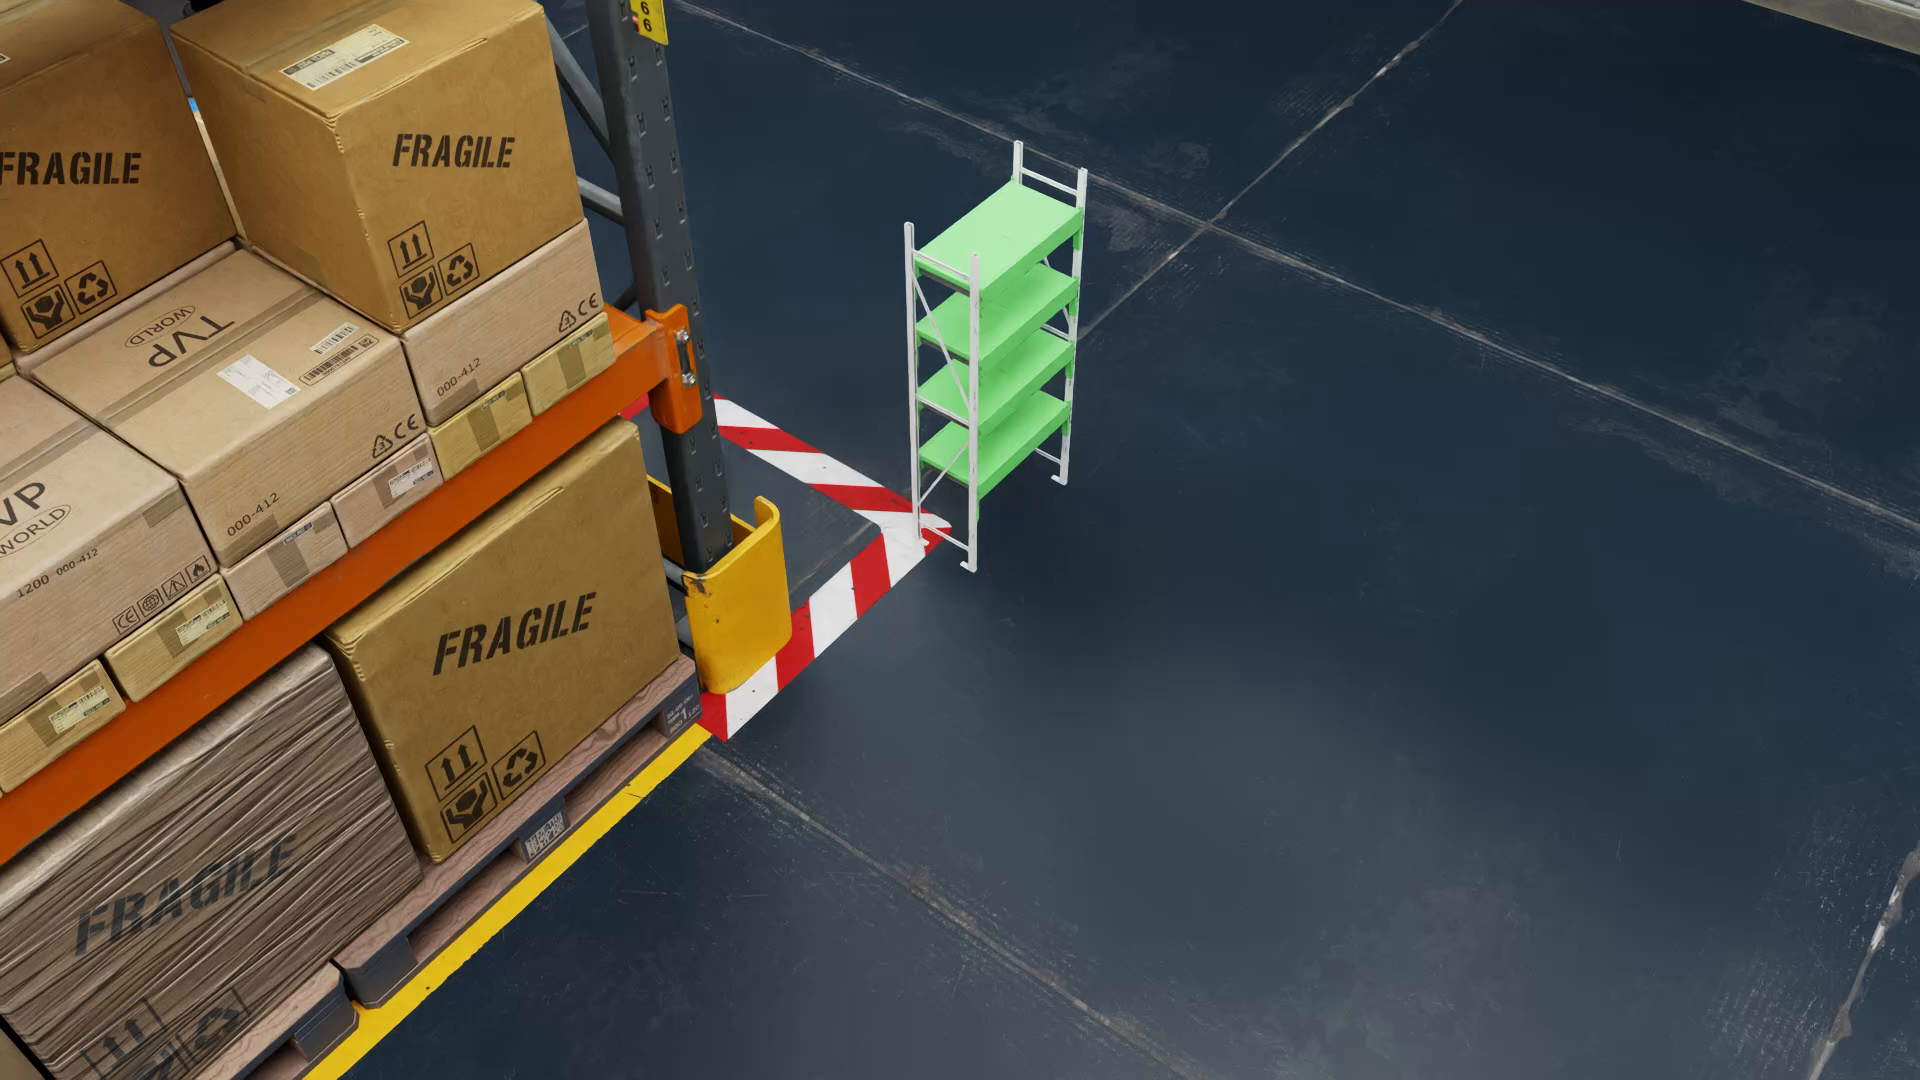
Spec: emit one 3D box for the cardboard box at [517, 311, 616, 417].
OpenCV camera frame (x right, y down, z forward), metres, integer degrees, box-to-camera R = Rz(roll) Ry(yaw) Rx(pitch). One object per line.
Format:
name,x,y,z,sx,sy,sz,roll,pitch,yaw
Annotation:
cardboard box,-1.015,-0.476,3.804,0.380,0.149,0.250,30,53,26

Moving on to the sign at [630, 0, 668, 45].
sign,-0.637,-1.146,3.306,0.100,0.325,0.005,29,53,25

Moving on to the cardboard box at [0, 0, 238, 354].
cardboard box,-1.871,-0.781,3.301,0.500,0.500,0.500,28,52,24

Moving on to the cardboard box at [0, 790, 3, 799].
cardboard box,-1.950,0.399,2.968,0.380,0.149,0.250,30,53,26

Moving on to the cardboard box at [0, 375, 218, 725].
cardboard box,-1.766,0.013,3.061,0.500,0.250,0.500,27,52,24

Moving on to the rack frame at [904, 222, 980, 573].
rack frame,-0.048,-0.370,4.773,0.240,1.200,0.015,29,53,25

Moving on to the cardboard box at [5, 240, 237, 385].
cardboard box,-1.878,-0.507,3.558,0.500,0.250,0.500,29,53,25

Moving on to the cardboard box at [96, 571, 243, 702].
cardboard box,-1.639,0.109,3.245,0.380,0.149,0.250,28,52,24

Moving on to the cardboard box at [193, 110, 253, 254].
cardboard box,-1.565,-0.808,3.845,0.500,0.250,0.500,28,52,24

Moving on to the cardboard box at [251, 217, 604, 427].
cardboard box,-1.145,-0.568,3.617,0.500,0.250,0.500,28,53,24

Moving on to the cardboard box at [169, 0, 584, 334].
cardboard box,-1.148,-0.827,3.345,0.500,0.500,0.500,30,53,25

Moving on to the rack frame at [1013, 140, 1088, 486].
rack frame,0.250,-0.649,5.040,0.240,1.200,0.015,29,53,25

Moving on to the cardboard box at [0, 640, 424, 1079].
cardboard box,-1.943,0.599,3.782,0.875,0.875,0.875,29,53,25

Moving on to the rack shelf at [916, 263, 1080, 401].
rack shelf,0.101,-0.631,4.779,0.258,0.148,0.480,29,53,25

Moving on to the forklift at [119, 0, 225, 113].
forklift,-3.496,-2.156,5.282,3.031,2.935,1.130,10,47,10

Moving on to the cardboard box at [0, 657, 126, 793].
cardboard box,-1.797,0.258,3.103,0.380,0.149,0.250,29,53,25

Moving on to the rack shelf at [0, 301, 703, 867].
rack shelf,-2.281,0.481,3.214,1.077,0.370,4.000,29,53,25

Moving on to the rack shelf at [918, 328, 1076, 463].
rack shelf,0.101,-0.465,4.953,0.258,0.148,0.480,29,53,25

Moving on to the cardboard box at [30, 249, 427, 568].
cardboard box,-1.455,-0.278,3.340,0.500,0.250,0.500,28,53,24

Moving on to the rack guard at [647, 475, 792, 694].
rack guard,-1.044,-0.062,4.964,1.175,0.500,0.348,29,53,25

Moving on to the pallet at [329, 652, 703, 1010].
pallet,-1.485,0.543,4.585,1.003,0.211,1.213,29,53,25

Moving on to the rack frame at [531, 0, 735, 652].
rack frame,-1.058,-0.912,4.047,1.000,3.000,0.127,29,53,25

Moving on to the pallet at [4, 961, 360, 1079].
pallet,-2.231,1.238,3.921,1.003,0.211,1.213,29,53,25

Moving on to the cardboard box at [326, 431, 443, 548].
cardboard box,-1.328,-0.183,3.524,0.380,0.149,0.250,29,53,25

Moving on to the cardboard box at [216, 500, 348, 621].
cardboard box,-1.481,-0.040,3.388,0.380,0.149,0.250,30,53,26

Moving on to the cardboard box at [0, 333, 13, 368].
cardboard box,-2.183,-0.481,3.015,0.500,0.500,0.500,28,52,24

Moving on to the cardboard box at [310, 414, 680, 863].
cardboard box,-1.386,0.078,4.280,0.875,0.875,0.875,29,53,25

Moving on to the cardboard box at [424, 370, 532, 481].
cardboard box,-1.173,-0.326,3.661,0.380,0.149,0.250,30,53,25

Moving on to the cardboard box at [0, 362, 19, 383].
cardboard box,-2.188,-0.221,3.285,0.500,0.250,0.500,28,52,24

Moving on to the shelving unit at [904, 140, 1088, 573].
shelving unit,0.101,-0.509,4.907,0.258,1.200,0.503,29,53,25

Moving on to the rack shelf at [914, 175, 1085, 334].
rack shelf,0.101,-0.797,4.606,0.258,0.148,0.480,29,53,25

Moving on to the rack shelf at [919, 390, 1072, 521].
rack shelf,0.101,-0.299,5.126,0.258,0.148,0.480,29,53,25
